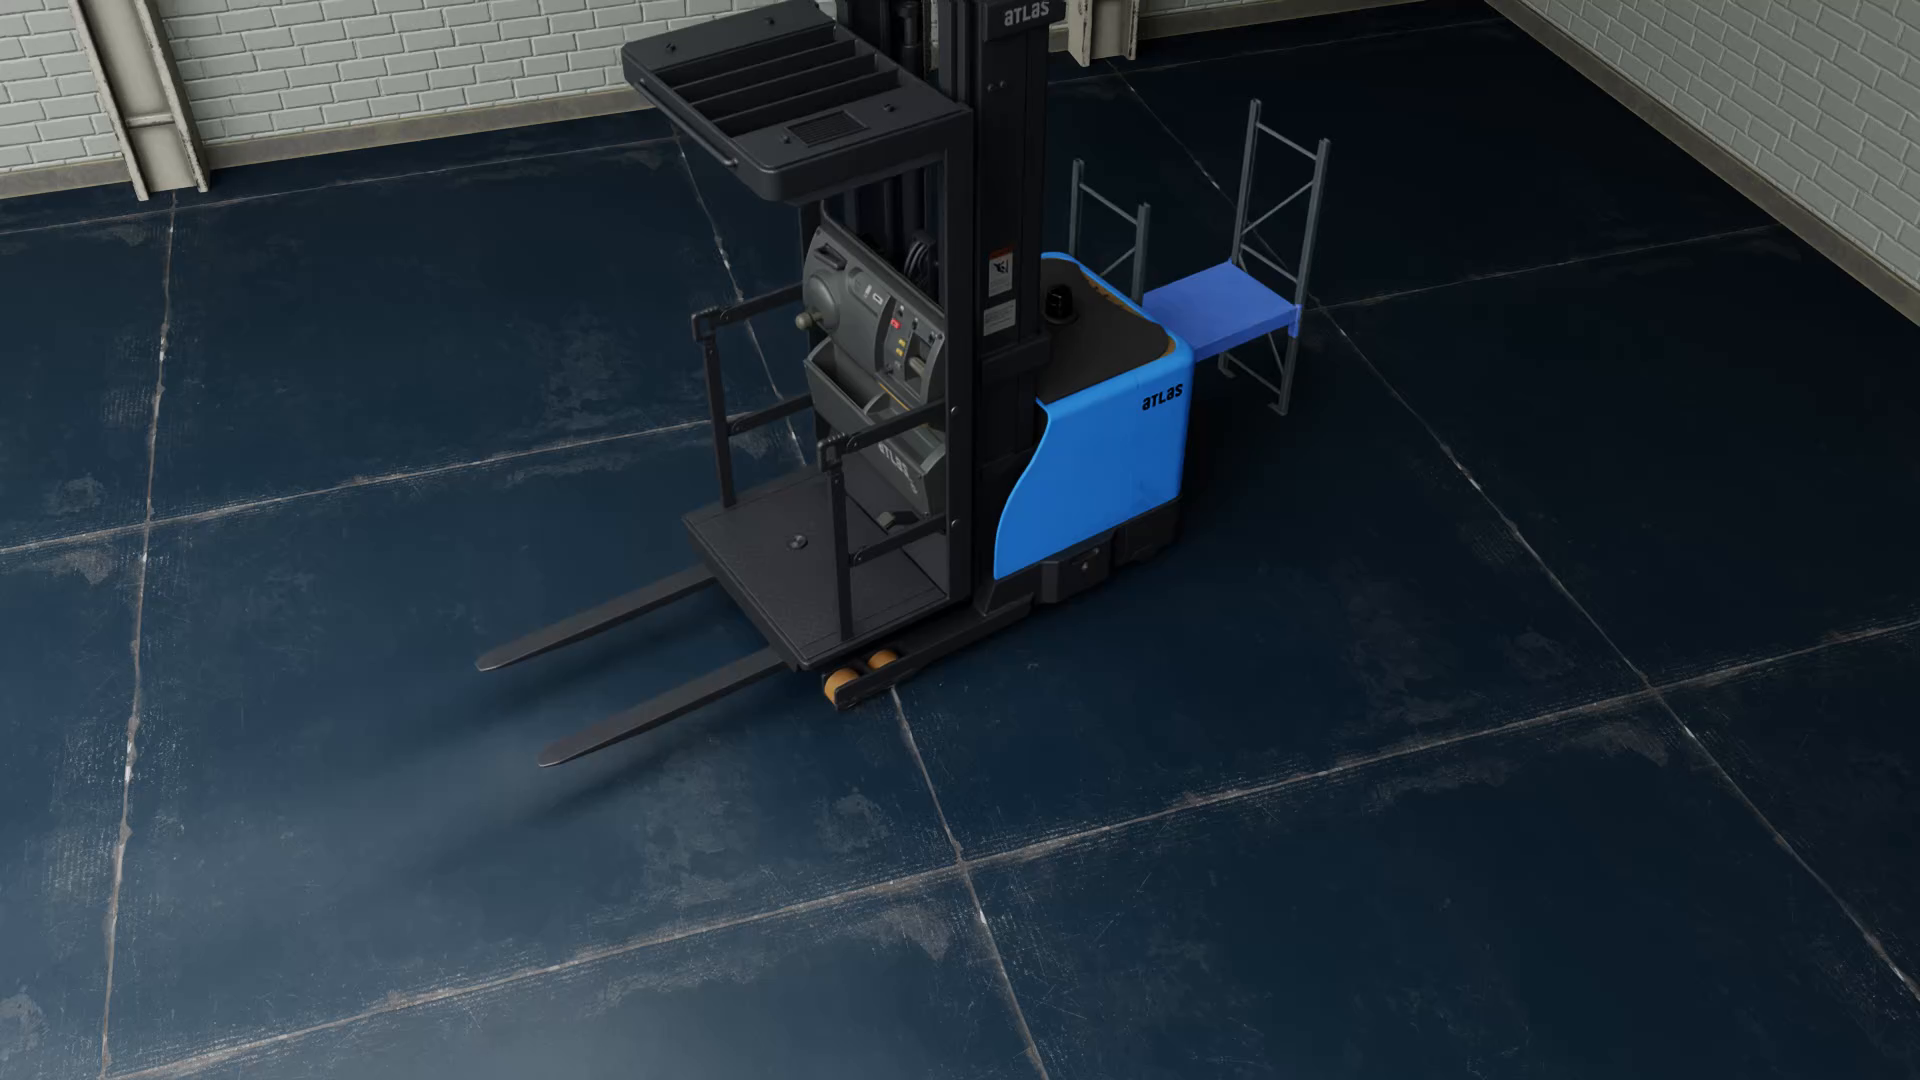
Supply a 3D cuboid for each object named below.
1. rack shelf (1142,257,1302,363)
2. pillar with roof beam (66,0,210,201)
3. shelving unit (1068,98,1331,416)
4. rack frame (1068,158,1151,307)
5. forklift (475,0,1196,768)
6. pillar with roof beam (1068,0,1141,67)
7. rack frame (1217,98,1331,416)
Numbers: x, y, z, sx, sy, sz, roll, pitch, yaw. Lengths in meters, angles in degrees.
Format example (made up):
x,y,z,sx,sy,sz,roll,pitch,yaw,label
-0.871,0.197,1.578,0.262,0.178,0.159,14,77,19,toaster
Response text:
x,y,z,sx,sy,sz,roll,pitch,yaw,label
1.063,-1.003,7.881,1.000,0.185,0.538,-24,46,-25,rack shelf
-3.459,-2.844,4.016,0.400,9.000,9.100,-12,42,-13,pillar with roof beam
1.063,-1.139,7.763,1.048,1.500,0.538,-24,46,-25,shelving unit
0.641,-0.952,7.550,0.032,1.500,0.500,-24,46,-25,rack frame
-0.512,-0.813,6.303,3.031,2.935,1.130,-24,46,-25,forklift
2.264,-4.030,5.373,0.400,9.000,9.100,-12,42,-13,pillar with roof beam
1.486,-1.325,7.976,0.032,1.500,0.500,-24,46,-25,rack frame
